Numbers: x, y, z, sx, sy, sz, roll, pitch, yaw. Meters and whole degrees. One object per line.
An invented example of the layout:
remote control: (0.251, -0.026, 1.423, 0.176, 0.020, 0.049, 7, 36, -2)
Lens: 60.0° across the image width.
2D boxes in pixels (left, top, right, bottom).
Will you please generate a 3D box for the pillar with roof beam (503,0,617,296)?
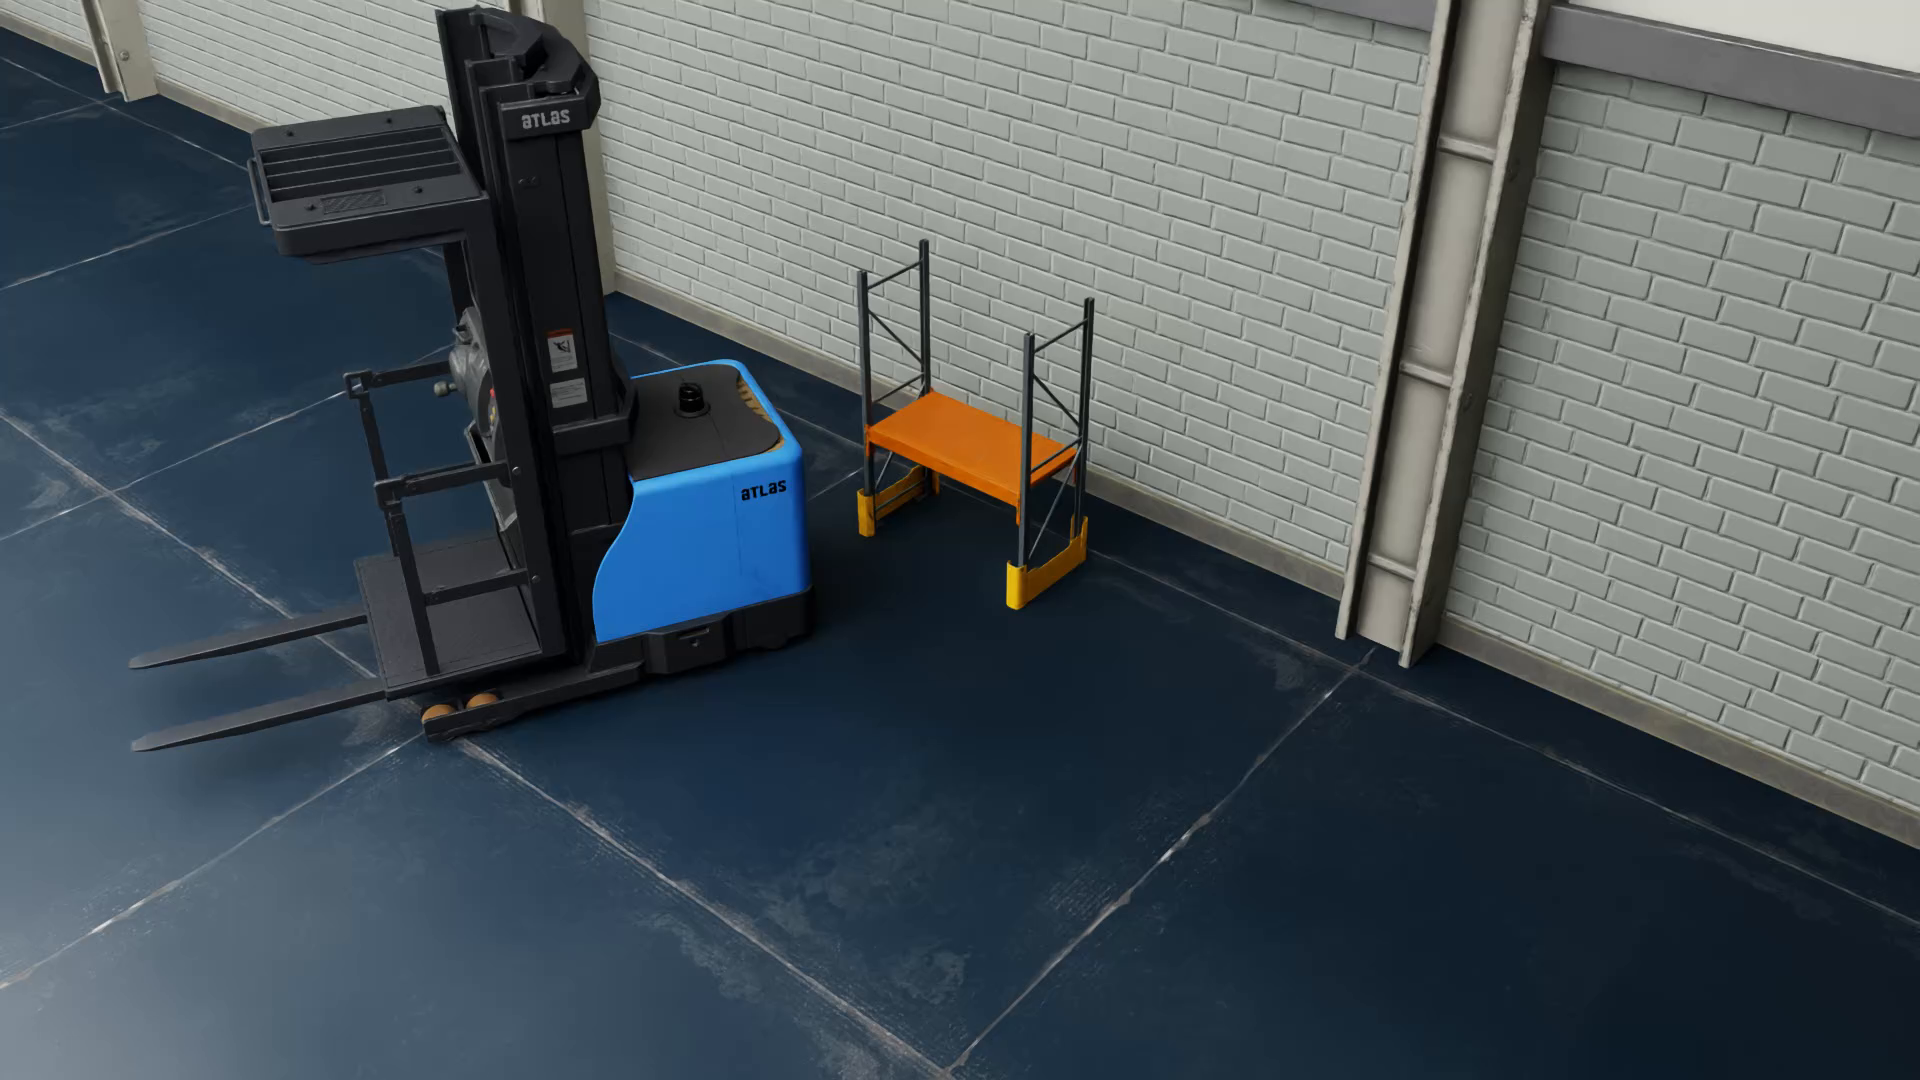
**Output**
pillar with roof beam: (-5.298, -3.539, 5.954, 0.400, 9.000, 9.100, 25, 42, 32)

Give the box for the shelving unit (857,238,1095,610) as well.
shelving unit: (0.059, -0.591, 8.285, 1.083, 1.500, 0.587, 25, 42, 32)

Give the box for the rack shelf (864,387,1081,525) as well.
rack shelf: (0.066, -0.439, 8.382, 1.000, 0.185, 0.538, 25, 42, 32)

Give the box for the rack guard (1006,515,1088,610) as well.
rack guard: (0.441, 0.105, 8.376, 0.087, 0.250, 0.587, 25, 42, 32)

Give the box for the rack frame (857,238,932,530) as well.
rack frame: (-0.325, -0.771, 8.549, 0.032, 1.500, 0.500, 25, 42, 32)

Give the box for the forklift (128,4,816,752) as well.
forklift: (-2.259, -0.647, 7.103, 3.031, 2.935, 1.130, -14, 37, -19)

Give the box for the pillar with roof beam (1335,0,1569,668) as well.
pillar with roof beam: (-0.687, -1.365, 2.789, 0.400, 9.000, 9.100, 25, 42, 32)

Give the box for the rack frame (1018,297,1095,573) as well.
rack frame: (0.456, -0.403, 8.012, 0.032, 1.500, 0.500, 25, 42, 32)

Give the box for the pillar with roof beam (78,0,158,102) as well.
pillar with roof beam: (-9.910, -5.712, 9.118, 0.400, 9.000, 9.100, 25, 42, 32)

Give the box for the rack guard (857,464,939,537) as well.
rack guard: (-0.324, -0.256, 8.902, 0.087, 0.250, 0.587, 25, 42, 32)
